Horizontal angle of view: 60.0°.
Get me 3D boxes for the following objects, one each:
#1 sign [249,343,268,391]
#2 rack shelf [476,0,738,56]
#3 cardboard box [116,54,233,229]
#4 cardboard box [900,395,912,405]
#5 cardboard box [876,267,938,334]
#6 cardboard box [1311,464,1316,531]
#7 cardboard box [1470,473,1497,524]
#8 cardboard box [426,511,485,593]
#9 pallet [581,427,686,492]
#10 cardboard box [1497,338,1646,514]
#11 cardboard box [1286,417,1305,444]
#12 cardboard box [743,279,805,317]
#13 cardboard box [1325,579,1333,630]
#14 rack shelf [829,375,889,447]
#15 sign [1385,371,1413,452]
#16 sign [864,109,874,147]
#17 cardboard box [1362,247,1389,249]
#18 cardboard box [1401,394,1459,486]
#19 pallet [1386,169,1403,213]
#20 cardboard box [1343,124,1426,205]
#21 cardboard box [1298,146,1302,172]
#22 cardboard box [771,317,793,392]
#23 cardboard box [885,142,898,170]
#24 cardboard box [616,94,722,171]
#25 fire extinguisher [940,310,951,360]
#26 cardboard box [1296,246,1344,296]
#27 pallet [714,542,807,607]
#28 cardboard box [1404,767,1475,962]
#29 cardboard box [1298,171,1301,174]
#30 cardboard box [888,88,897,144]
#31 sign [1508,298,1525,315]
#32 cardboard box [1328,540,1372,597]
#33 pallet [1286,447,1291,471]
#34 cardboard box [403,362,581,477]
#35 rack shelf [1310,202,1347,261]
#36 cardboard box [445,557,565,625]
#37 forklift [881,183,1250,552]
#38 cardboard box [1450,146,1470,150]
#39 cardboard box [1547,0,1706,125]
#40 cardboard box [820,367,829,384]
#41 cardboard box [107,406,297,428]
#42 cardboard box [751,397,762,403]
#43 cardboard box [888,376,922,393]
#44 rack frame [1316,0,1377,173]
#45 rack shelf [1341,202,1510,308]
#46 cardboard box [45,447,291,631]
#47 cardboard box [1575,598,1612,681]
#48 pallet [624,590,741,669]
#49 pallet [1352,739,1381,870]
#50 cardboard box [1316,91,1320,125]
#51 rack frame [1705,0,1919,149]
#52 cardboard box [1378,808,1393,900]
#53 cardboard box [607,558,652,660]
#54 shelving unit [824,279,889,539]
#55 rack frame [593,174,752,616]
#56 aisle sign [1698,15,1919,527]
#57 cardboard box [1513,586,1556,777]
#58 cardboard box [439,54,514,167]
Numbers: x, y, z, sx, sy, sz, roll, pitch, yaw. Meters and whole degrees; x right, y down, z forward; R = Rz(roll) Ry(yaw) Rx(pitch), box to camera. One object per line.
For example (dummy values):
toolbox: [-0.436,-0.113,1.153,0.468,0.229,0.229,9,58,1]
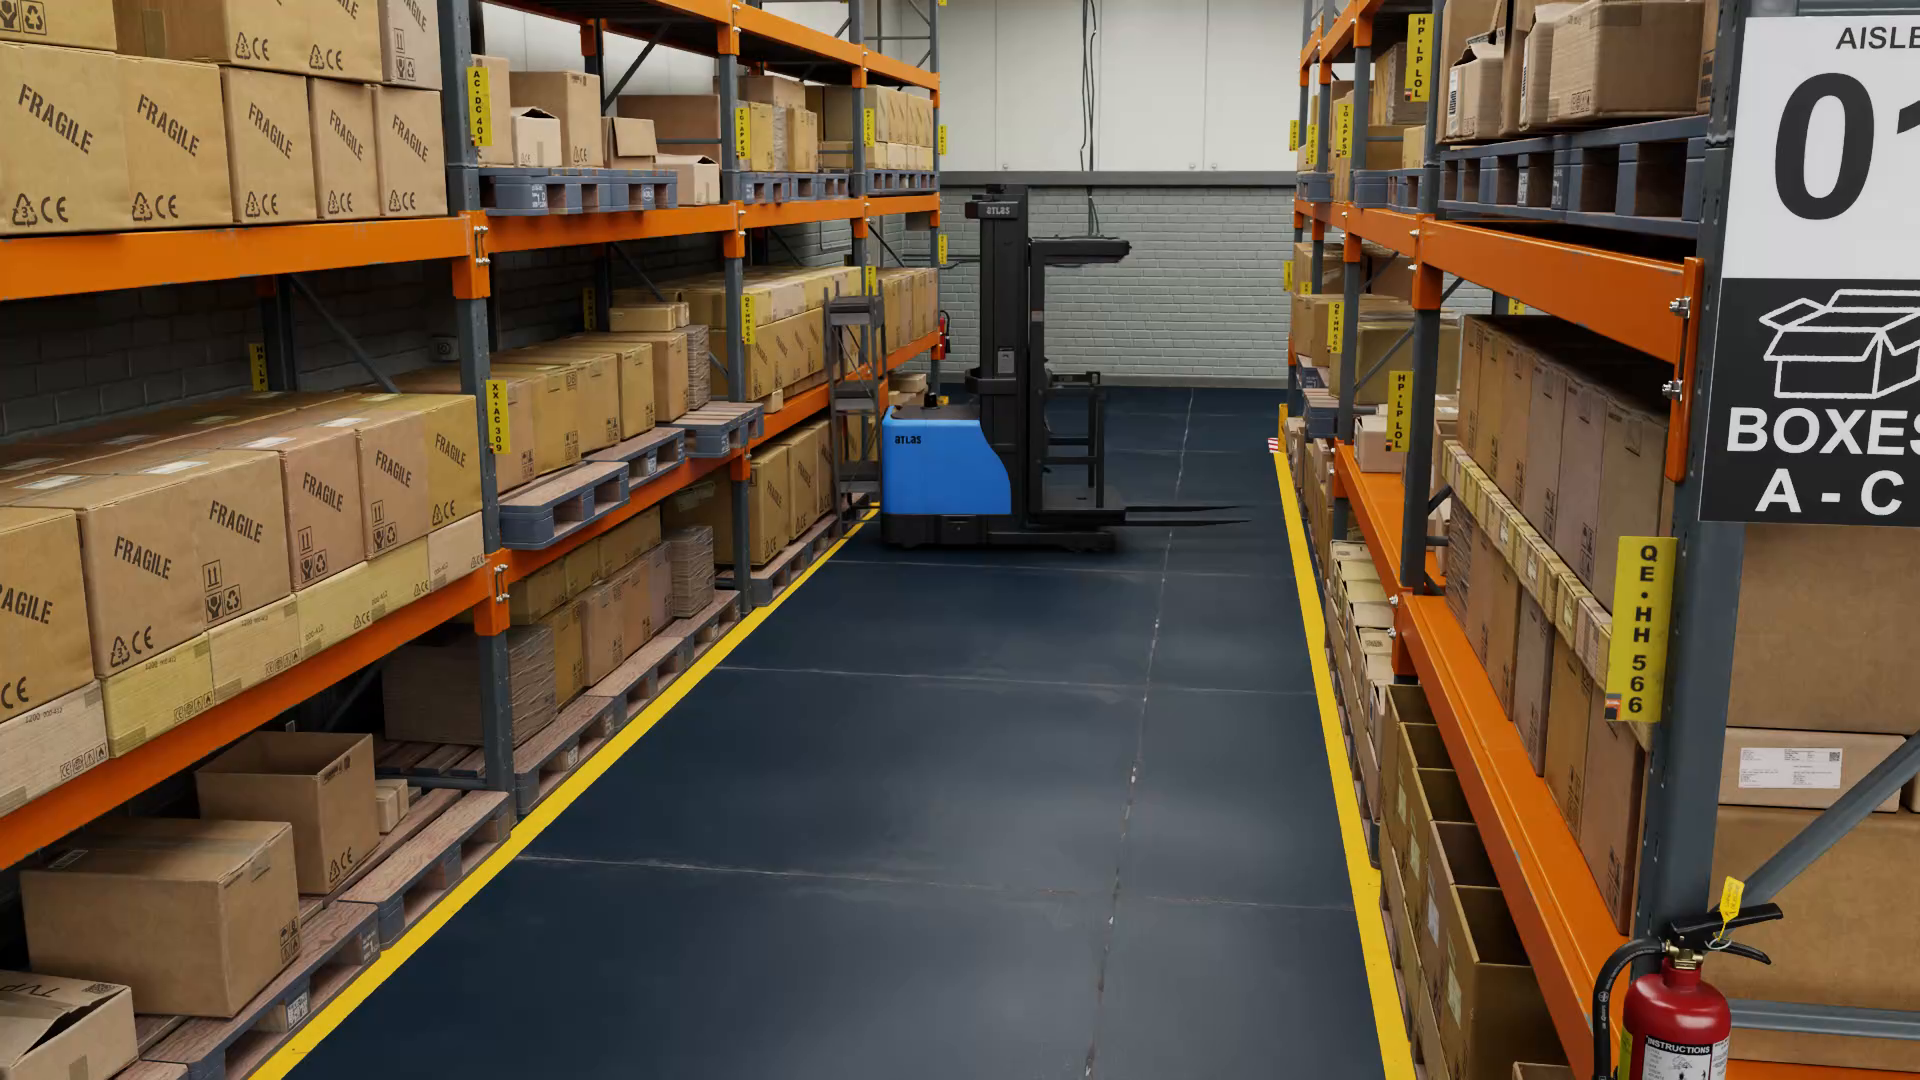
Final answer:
sign: [-3.128,-0.719,7.461,0.100,0.325,0.005,2,12,9]
rack shelf: [-2.271,-2.937,8.920,1.077,0.370,4.000,2,12,9]
cardboard box: [-2.640,-1.220,5.132,0.500,0.500,0.500,3,12,12]
cardboard box: [-0.896,-1.259,17.652,0.700,0.500,0.500,1,12,7]
cardboard box: [-0.802,-2.674,18.568,0.980,0.700,0.700,2,12,11]
cardboard box: [3.076,-0.326,13.277,0.500,0.500,0.500,2,12,9]
cardboard box: [1.968,-0.132,5.707,0.380,0.149,0.250,2,12,8]
cardboard box: [-2.352,0.036,7.013,0.500,0.250,0.500,2,12,9]
pallet: [-2.228,-0.461,9.468,1.003,0.211,1.213,2,12,9]
cardboard box: [2.100,-0.357,5.213,0.700,0.500,0.500,2,12,9]
cardboard box: [3.721,-1.137,17.630,0.500,0.250,0.500,2,12,9]
cardboard box: [-1.484,-1.841,12.646,0.500,0.250,0.500,2,12,9]
cardboard box: [2.561,0.430,10.409,0.500,0.250,0.500,2,12,8]
rack shelf: [-0.832,-1.080,13.918,0.431,0.518,0.480,-1,15,7]
sign: [1.779,-0.519,6.720,0.100,0.325,0.005,2,12,9]
sign: [-0.811,-3.658,14.754,0.100,0.325,0.005,2,12,9]
cardboard box: [4.213,-2.697,16.776,0.500,0.500,0.500,2,12,10]
cardboard box: [2.690,-0.508,8.991,0.500,0.500,0.500,1,12,6]
pallet: [2.747,-1.806,8.579,1.003,0.211,1.213,2,12,11]
cardboard box: [2.965,-2.416,10.725,0.910,0.500,0.500,2,12,9]
cardboard box: [3.742,-3.909,17.061,0.500,0.250,0.500,2,12,9]
cardboard box: [-1.546,-1.374,12.257,0.500,0.500,0.500,2,12,11]
cardboard box: [-0.889,-3.689,15.993,0.500,0.250,0.500,2,12,7]
cardboard box: [-1.947,-2.799,11.462,0.700,0.500,0.500,1,12,4]
fire extinguisher: [-0.254,-2.430,19.217,0.296,0.674,0.183,2,12,9]
cardboard box: [3.679,-2.715,16.859,0.500,0.500,0.500,2,12,9]
pallet: [-1.768,0.233,12.410,1.003,0.211,1.213,2,12,9]
cardboard box: [1.782,1.091,5.561,0.500,0.500,0.500,2,12,9]
cardboard box: [3.742,-3.665,17.113,0.500,0.250,0.500,2,12,9]
cardboard box: [-0.889,-4.061,15.940,0.500,0.500,0.500,2,12,7]
sign: [3.481,-1.357,10.423,0.100,0.325,0.005,2,12,9]
cardboard box: [2.561,0.156,10.350,0.500,0.311,0.500,2,12,11]
pallet: [4.029,-0.929,17.803,1.003,0.211,1.213,2,12,9]
cardboard box: [-2.374,-0.620,8.471,0.700,0.500,0.500,3,13,14]
rack shelf: [3.239,-2.340,12.317,1.077,0.370,4.000,2,12,9]
cardboard box: [-2.418,0.259,8.780,0.500,0.250,0.500,2,12,7]
forklift: [0.871,-1.446,13.745,3.031,2.935,1.130,0,12,0]
cardboard box: [2.502,-1.817,7.542,0.500,0.250,0.500,1,12,3]
cardboard box: [1.618,-1.058,3.690,0.500,0.250,0.500,2,12,9]
cardboard box: [-1.306,-1.397,13.904,0.380,0.149,0.250,2,12,9]
cardboard box: [-2.941,-0.240,6.516,0.500,0.500,0.500,2,12,8]
cardboard box: [-1.637,-0.968,11.916,0.380,0.149,0.250,2,12,9]
cardboard box: [-0.620,-1.699,18.155,0.380,0.149,0.250,2,12,10]
rack frame: [3.547,-4.574,13.857,1.000,3.000,0.127,2,12,9]
rack shelf: [2.624,-1.507,8.453,1.077,0.370,4.000,2,12,9]
cardboard box: [-2.584,-0.013,5.464,0.500,0.500,0.500,2,12,10]
cardboard box: [1.691,0.245,3.959,0.380,0.149,0.250,2,12,9]
pallet: [-2.085,0.558,10.905,1.003,0.211,1.213,2,12,9]
pallet: [2.391,1.233,7.773,1.003,0.211,1.213,2,12,9]
cardboard box: [3.798,-4.060,15.984,0.700,0.500,0.500,2,12,9]
rack frame: [1.701,-2.076,2.266,1.000,3.000,0.127,2,12,9]
cardboard box: [1.946,1.250,6.604,0.500,0.250,0.500,2,12,9]
cardboard box: [-2.265,0.398,9.916,0.700,0.500,0.500,2,12,8]
shelving unit: [-0.833,-1.093,13.914,0.431,2.100,0.503,-1,15,7]
rack frame: [-1.964,-0.968,11.366,1.000,3.000,0.127,2,12,9]
aisle sign: [1.401,-0.410,2.604,0.394,0.787,0.004,2,12,9]
cardboard box: [2.021,0.389,4.832,0.700,0.500,0.500,2,12,10]
cardboard box: [-2.416,-1.967,7.648,0.500,0.500,0.500,4,13,17]
